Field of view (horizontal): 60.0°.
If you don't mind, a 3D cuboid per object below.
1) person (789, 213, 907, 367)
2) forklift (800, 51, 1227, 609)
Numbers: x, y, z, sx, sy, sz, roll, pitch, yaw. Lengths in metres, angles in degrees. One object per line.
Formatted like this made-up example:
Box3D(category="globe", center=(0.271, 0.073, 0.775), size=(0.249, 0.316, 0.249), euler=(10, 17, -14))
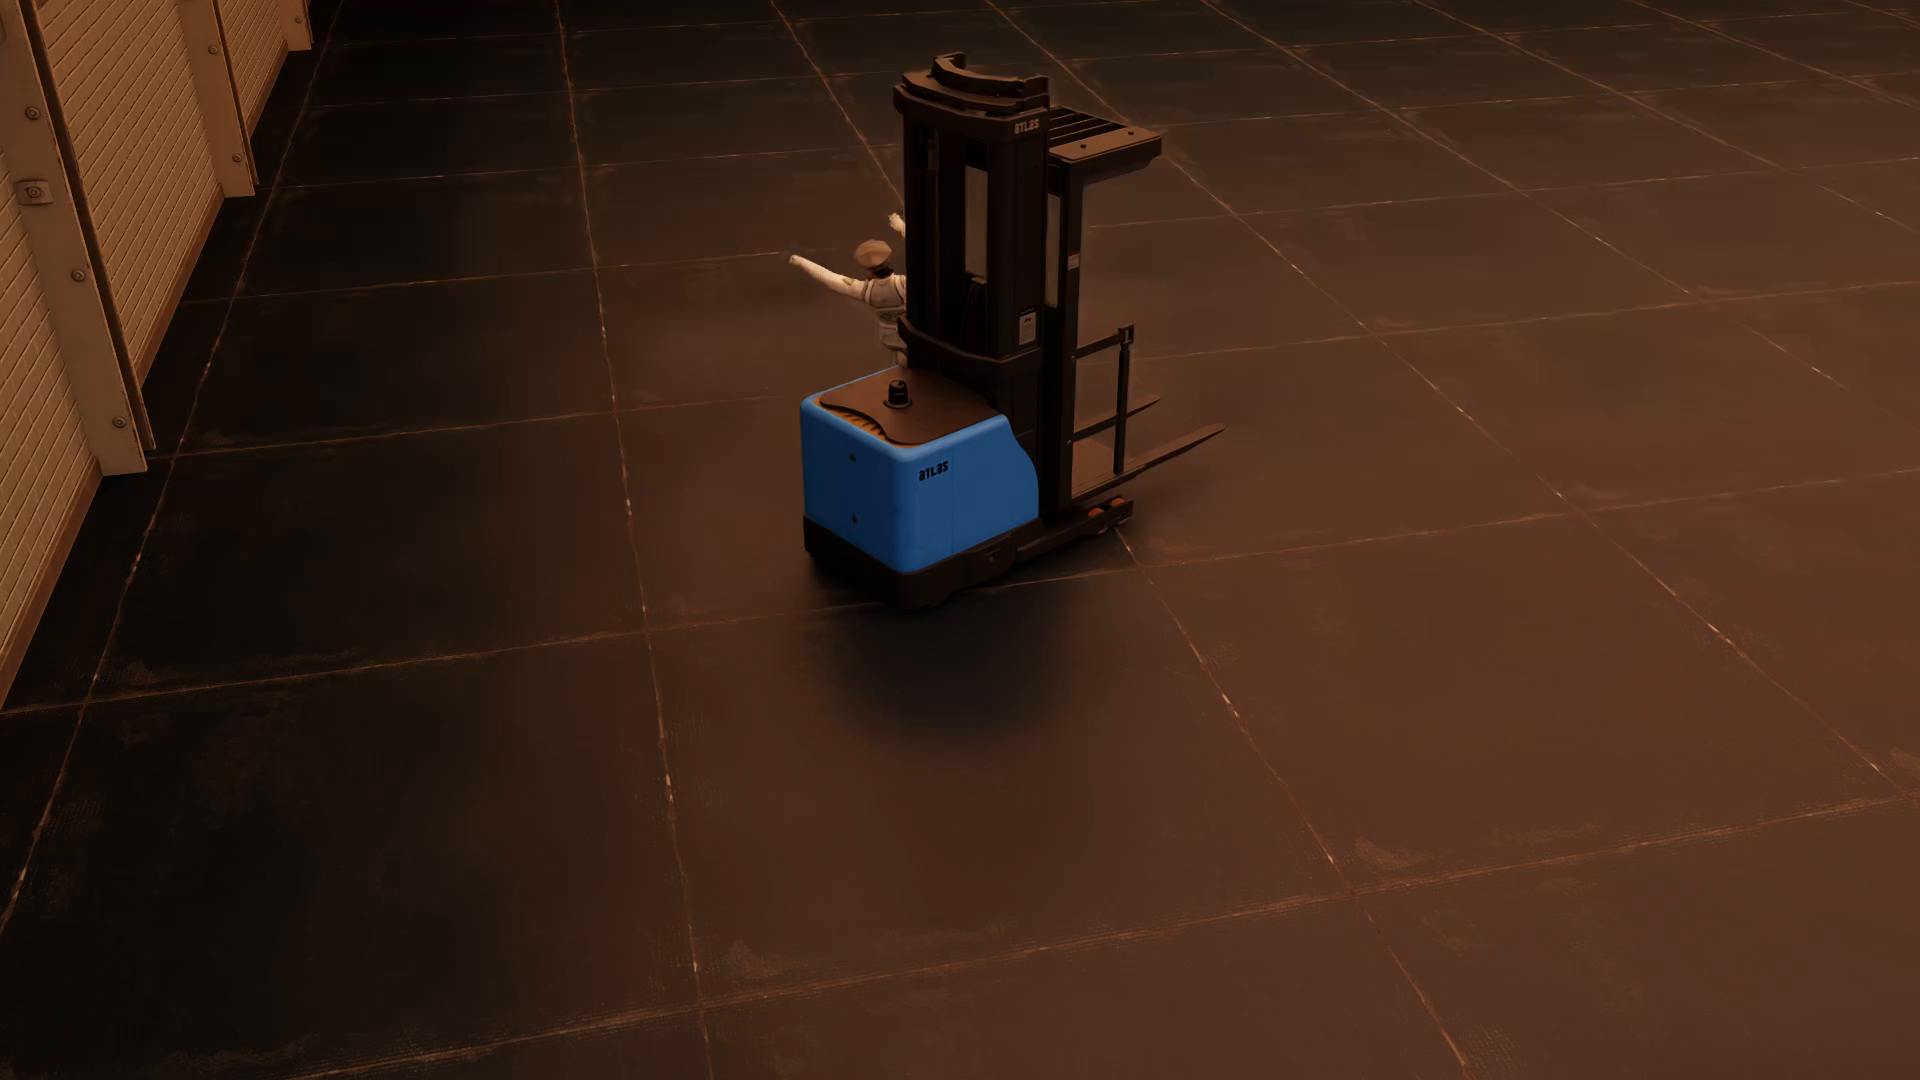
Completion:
Box3D(category="person", center=(-0.627, -1.587, 11.770), size=(1.014, 1.517, 0.826), euler=(15, 33, 24))
Box3D(category="forklift", center=(0.476, -1.479, 10.130), size=(3.031, 2.935, 1.130), euler=(-24, 38, -35))
